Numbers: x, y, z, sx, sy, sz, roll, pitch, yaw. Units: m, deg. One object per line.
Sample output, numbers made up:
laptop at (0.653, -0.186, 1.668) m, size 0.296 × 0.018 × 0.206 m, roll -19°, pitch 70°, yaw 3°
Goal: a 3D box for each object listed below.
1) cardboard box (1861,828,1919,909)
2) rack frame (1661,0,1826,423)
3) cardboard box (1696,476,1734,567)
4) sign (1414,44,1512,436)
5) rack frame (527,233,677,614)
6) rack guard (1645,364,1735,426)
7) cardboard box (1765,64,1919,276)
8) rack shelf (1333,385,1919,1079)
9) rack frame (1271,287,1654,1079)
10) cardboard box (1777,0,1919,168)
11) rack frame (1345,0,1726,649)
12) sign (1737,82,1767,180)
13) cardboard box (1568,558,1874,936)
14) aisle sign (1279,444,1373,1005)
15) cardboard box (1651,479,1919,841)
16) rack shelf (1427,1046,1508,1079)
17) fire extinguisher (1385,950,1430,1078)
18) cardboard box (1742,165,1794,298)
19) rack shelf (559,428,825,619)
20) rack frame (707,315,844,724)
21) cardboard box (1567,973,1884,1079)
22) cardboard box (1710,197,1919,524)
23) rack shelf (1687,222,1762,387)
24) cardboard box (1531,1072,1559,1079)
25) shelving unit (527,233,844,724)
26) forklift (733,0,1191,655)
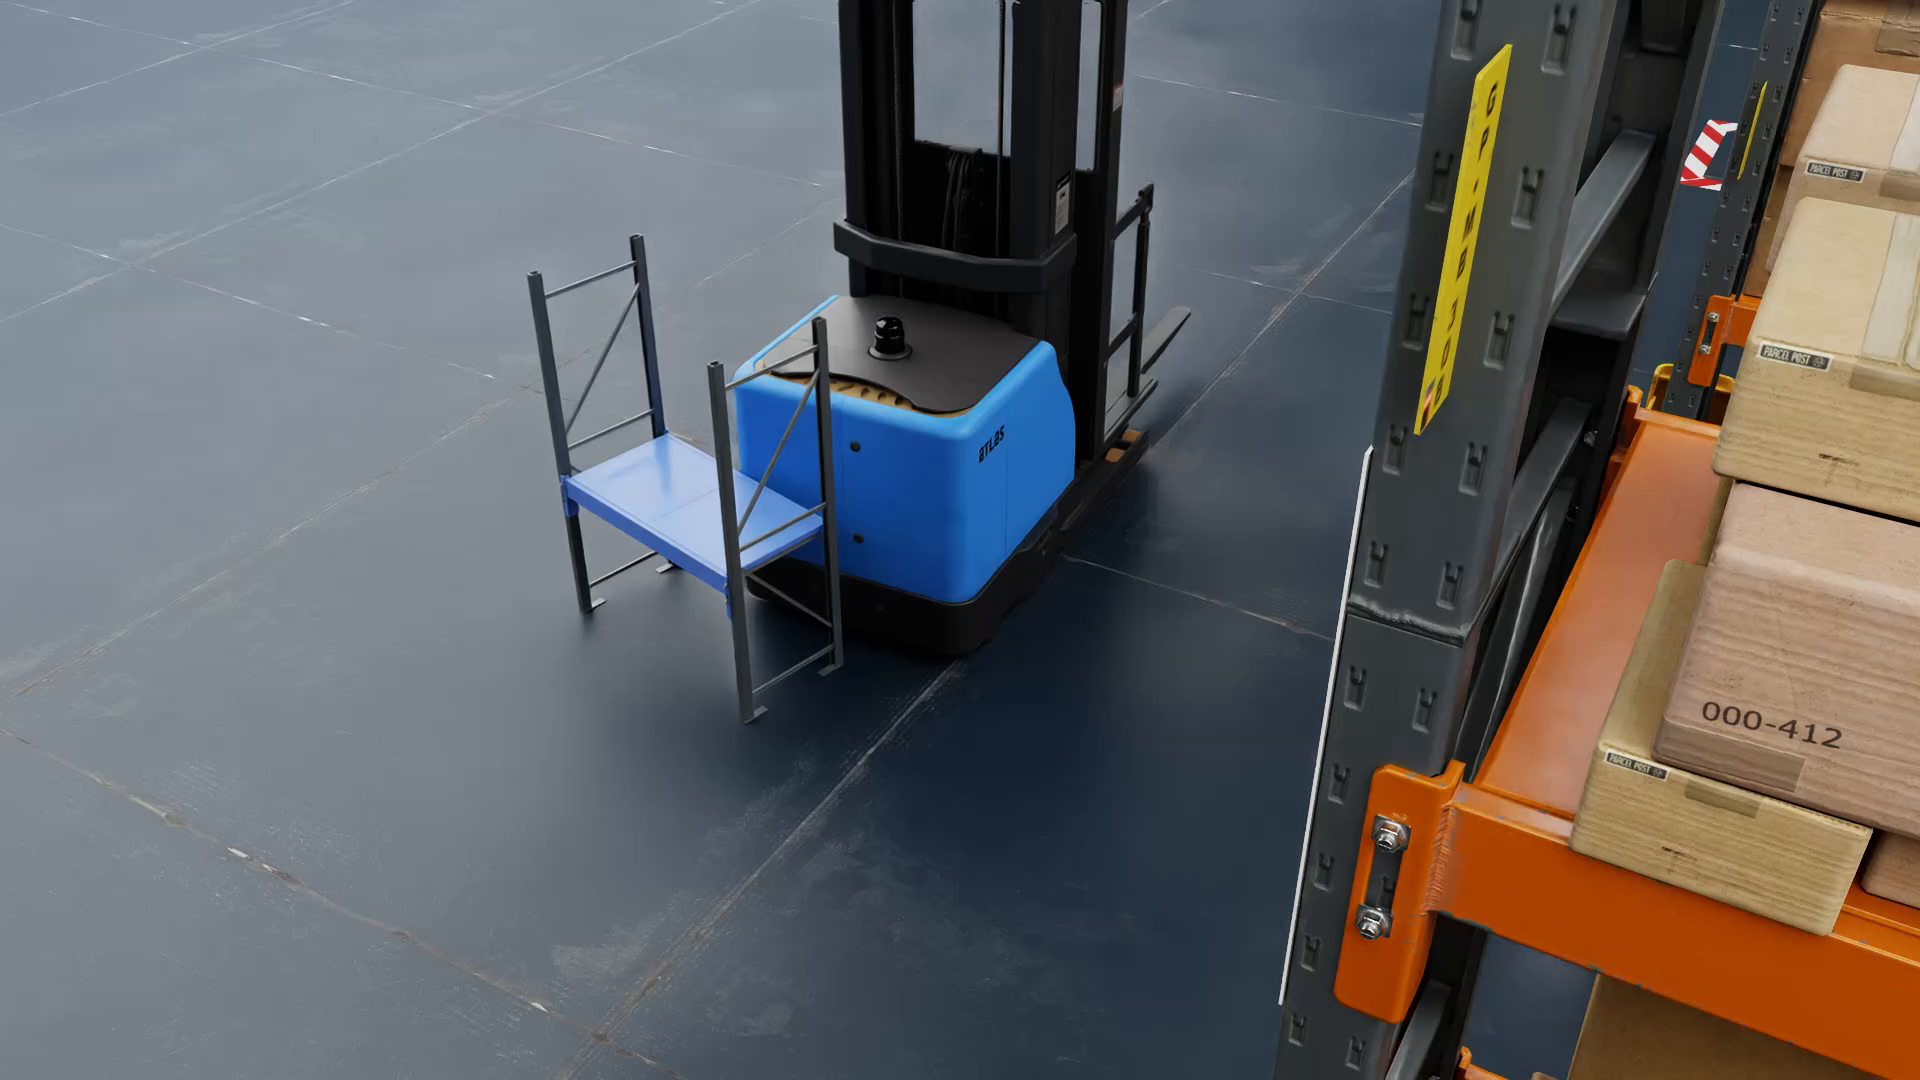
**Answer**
cardboard box at (1.099, 0.233, 1.715) m, size 0.250 × 0.149 × 0.380 m, roll 16°, pitch 37°, yaw 23°
rack frame at (3.068, -1.310, 6.511) m, size 0.127 × 3.000 × 1.000 m, roll 18°, pitch 37°, yaw 24°
cardboard box at (1.148, -0.081, 2.185) m, size 0.250 × 0.149 × 0.380 m, roll 18°, pitch 38°, yaw 25°
sign at (0.431, -0.251, 1.426) m, size 0.005 × 0.325 × 0.100 m, roll 18°, pitch 37°, yaw 24°
rack frame at (-1.376, -0.429, 6.540) m, size 0.032 × 1.500 × 0.500 m, roll 28°, pitch 43°, yaw 35°
rack guard at (3.047, -0.276, 7.214) m, size 0.348 × 0.500 × 1.175 m, roll 18°, pitch 37°, yaw 24°
cardboard box at (1.140, -0.425, 1.983) m, size 0.250 × 0.149 × 0.380 m, roll 18°, pitch 38°, yaw 25°
rack shelf at (2.436, 0.701, 1.434) m, size 4.000 × 0.370 × 1.077 m, roll 18°, pitch 37°, yaw 24°
rack frame at (0.700, 1.100, 2.892) m, size 0.127 × 3.000 × 1.000 m, roll 18°, pitch 37°, yaw 24°
cardboard box at (3.371, -1.701, 5.989) m, size 0.550 × 0.550 × 0.875 m, roll 18°, pitch 37°, yaw 24°
rack frame at (0.700, -1.397, 1.229) m, size 0.127 × 3.000 × 1.000 m, roll 18°, pitch 37°, yaw 24°
sign at (2.787, -1.438, 5.850) m, size 0.005 × 0.325 × 0.100 m, roll 18°, pitch 37°, yaw 24°
cardboard box at (0.827, 0.203, 1.759) m, size 0.250 × 0.149 × 0.380 m, roll 18°, pitch 38°, yaw 24°
aisle sign at (0.492, 0.150, 1.973) m, size 0.004 × 0.787 × 0.394 m, roll 18°, pitch 37°, yaw 24°
cardboard box at (1.004, 0.056, 1.620) m, size 0.500 × 0.250 × 0.500 m, roll 17°, pitch 37°, yaw 24°
rack shelf at (2.436, 1.949, 2.265) m, size 4.000 × 0.370 × 1.077 m, roll 18°, pitch 37°, yaw 24°
fire extinguisher at (0.829, 0.879, 3.294) m, size 0.183 × 0.674 × 0.296 m, roll 18°, pitch 37°, yaw 24°
cardboard box at (3.413, -1.292, 6.349) m, size 0.550 × 0.550 × 0.875 m, roll 18°, pitch 37°, yaw 24°
rack shelf at (-1.008, -0.085, 6.349) m, size 1.000 × 0.185 × 0.538 m, roll 28°, pitch 43°, yaw 35°
rack frame at (-0.639, -0.041, 5.958) m, size 0.032 × 1.500 × 0.500 m, roll 28°, pitch 43°, yaw 35°
cardboard box at (1.252, 0.554, 2.452) m, size 0.500 × 0.500 × 0.700 m, roll 17°, pitch 37°, yaw 23°
cardboard box at (0.907, -0.180, 1.615) m, size 0.250 × 0.149 × 0.380 m, roll 17°, pitch 37°, yaw 24°
rack shelf at (4.804, -0.461, 5.884) m, size 4.000 × 0.370 × 1.077 m, roll 18°, pitch 37°, yaw 24°
cardboard box at (0.973, 1.198, 2.386) m, size 0.500 × 0.500 × 0.500 m, roll 17°, pitch 37°, yaw 24°
shelving unit at (-1.008, -0.235, 6.249) m, size 1.048 × 1.500 × 0.538 m, roll 28°, pitch 43°, yaw 35°
forklift at (0.229, -1.574, 6.969) m, size 1.130 × 2.935 × 3.031 m, roll 15°, pitch 37°, yaw 22°
